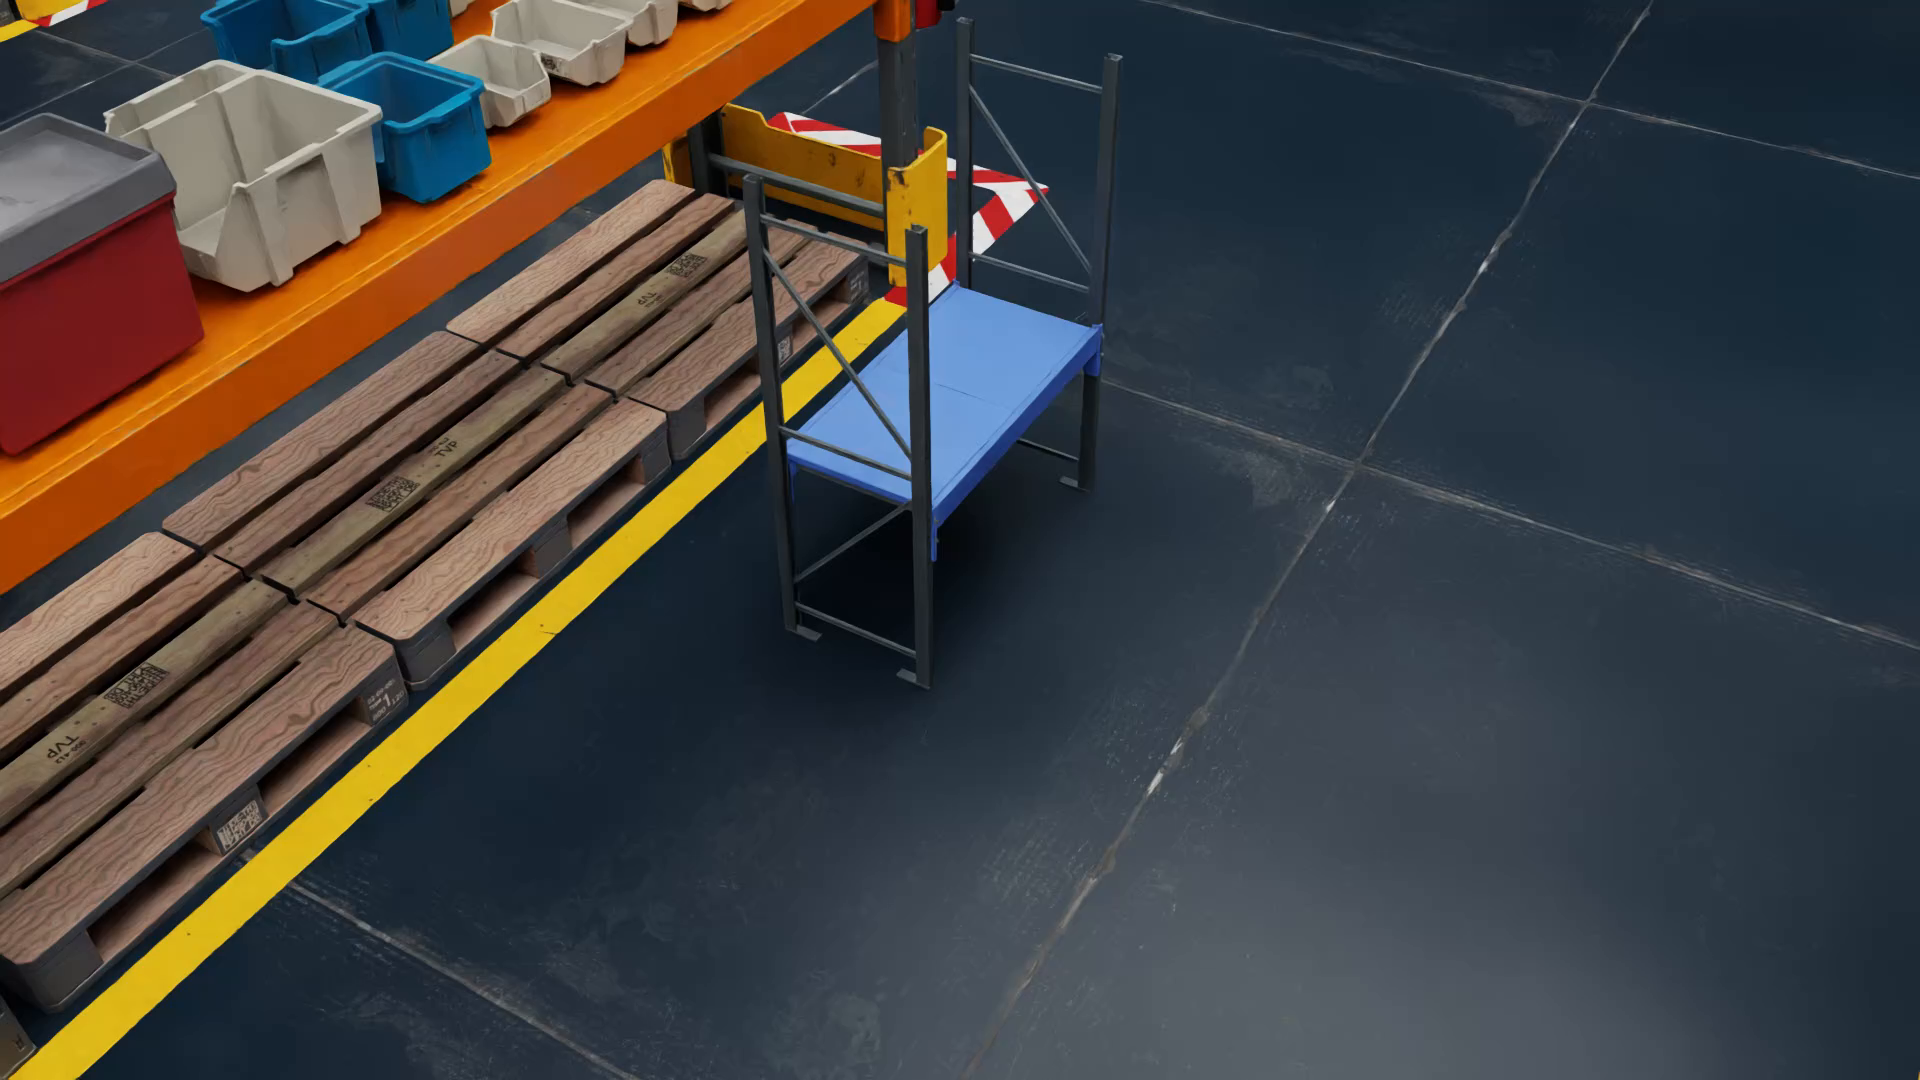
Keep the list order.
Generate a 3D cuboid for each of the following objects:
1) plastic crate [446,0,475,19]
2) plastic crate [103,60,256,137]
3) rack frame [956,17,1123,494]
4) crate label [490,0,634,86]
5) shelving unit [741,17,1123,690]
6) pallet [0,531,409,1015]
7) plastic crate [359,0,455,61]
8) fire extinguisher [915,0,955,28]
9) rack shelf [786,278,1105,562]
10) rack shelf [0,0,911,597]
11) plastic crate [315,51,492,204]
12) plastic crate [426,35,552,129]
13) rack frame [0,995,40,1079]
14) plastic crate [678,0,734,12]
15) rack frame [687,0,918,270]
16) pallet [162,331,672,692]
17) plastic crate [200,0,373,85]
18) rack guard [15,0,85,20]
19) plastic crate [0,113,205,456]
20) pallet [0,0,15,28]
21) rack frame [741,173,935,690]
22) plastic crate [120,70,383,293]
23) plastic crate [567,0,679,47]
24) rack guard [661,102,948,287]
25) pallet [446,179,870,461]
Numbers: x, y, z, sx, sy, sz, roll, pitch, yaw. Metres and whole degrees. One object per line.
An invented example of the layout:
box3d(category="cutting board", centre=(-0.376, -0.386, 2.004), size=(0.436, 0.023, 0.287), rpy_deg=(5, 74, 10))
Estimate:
box3d(category="plastic crate", centre=(-1.597, -1.695, 5.059), size=(0.250, 0.136, 0.298), rpy_deg=(21, 45, 22))
box3d(category="plastic crate", centre=(-2.007, -1.079, 4.359), size=(0.293, 0.136, 0.466), rpy_deg=(21, 45, 22))
box3d(category="rack frame", centre=(0.212, -0.805, 5.029), size=(0.500, 1.500, 0.032), rpy_deg=(21, 45, 22))
box3d(category="crate label", centre=(-1.144, -1.417, 4.743), size=(0.396, 0.136, 0.243), rpy_deg=(21, 45, 22))
box3d(category="shelving unit", centre=(-0.043, -0.514, 4.699), size=(0.538, 1.500, 1.048), rpy_deg=(21, 45, 22))
box3d(category="pallet", centre=(-2.284, 0.554, 4.462), size=(1.003, 0.211, 1.213), rpy_deg=(21, 45, 22))
box3d(category="plastic crate", centre=(-1.684, -1.522, 4.790), size=(0.416, 0.233, 0.300), rpy_deg=(21, 45, 22))
box3d(category="fire extinguisher", centre=(-0.148, -2.115, 5.723), size=(0.296, 0.674, 0.183), rpy_deg=(21, 45, 22))
box3d(category="rack shelf", centre=(-0.043, -0.379, 4.818), size=(0.538, 0.185, 1.000), rpy_deg=(21, 45, 22))
box3d(category="rack shelf", centre=(-1.618, -0.934, 4.585), size=(1.077, 0.370, 4.000), rpy_deg=(21, 45, 22))
box3d(category="plastic crate", centre=(-1.423, -1.048, 4.252), size=(0.416, 0.233, 0.300), rpy_deg=(21, 45, 22))
box3d(category="plastic crate", centre=(-1.276, -1.241, 4.544), size=(0.298, 0.136, 0.250), rpy_deg=(21, 45, 22))
box3d(category="rack frame", centre=(-2.619, -0.059, 3.048), size=(1.000, 3.000, 0.127), rpy_deg=(21, 45, 22))
box3d(category="plastic crate", centre=(-0.868, -1.745, 5.116), size=(0.396, 0.136, 0.243), rpy_deg=(21, 45, 22))
box3d(category="rack frame", centre=(-0.617, -2.348, 5.647), size=(1.000, 3.000, 0.127), rpy_deg=(21, 45, 22))
box3d(category="pallet", centre=(-1.675, -0.147, 5.257), size=(1.003, 0.211, 1.213), rpy_deg=(21, 45, 22))
box3d(category="plastic crate", centre=(-1.835, -1.350, 4.595), size=(0.416, 0.233, 0.300), rpy_deg=(21, 45, 22))
box3d(category="rack guard", centre=(-4.942, -3.007, 8.286), size=(1.175, 0.500, 0.348), rpy_deg=(21, 45, 22))
box3d(category="plastic crate", centre=(-1.955, -0.534, 3.493), size=(0.402, 0.464, 0.583), rpy_deg=(21, 45, 22))
box3d(category="pallet", centre=(-5.340, -2.442, 7.863), size=(1.003, 0.211, 1.213), rpy_deg=(21, 45, 22))
box3d(category="rack frame", centre=(-0.297, -0.223, 4.369), size=(0.500, 1.500, 0.032), rpy_deg=(21, 45, 22))
box3d(category="plastic crate", centre=(-1.695, -0.850, 3.990), size=(0.437, 0.282, 0.530), rpy_deg=(21, 45, 22))
box3d(category="plastic crate", centre=(-1.026, -1.584, 4.933), size=(0.396, 0.136, 0.243), rpy_deg=(21, 45, 22))
box3d(category="rack guard", centre=(-0.616, -1.428, 6.493), size=(1.175, 0.500, 0.348), rpy_deg=(21, 45, 22))
box3d(category="pallet", centre=(-1.063, -0.843, 6.047), size=(1.003, 0.211, 1.213), rpy_deg=(21, 45, 22))
